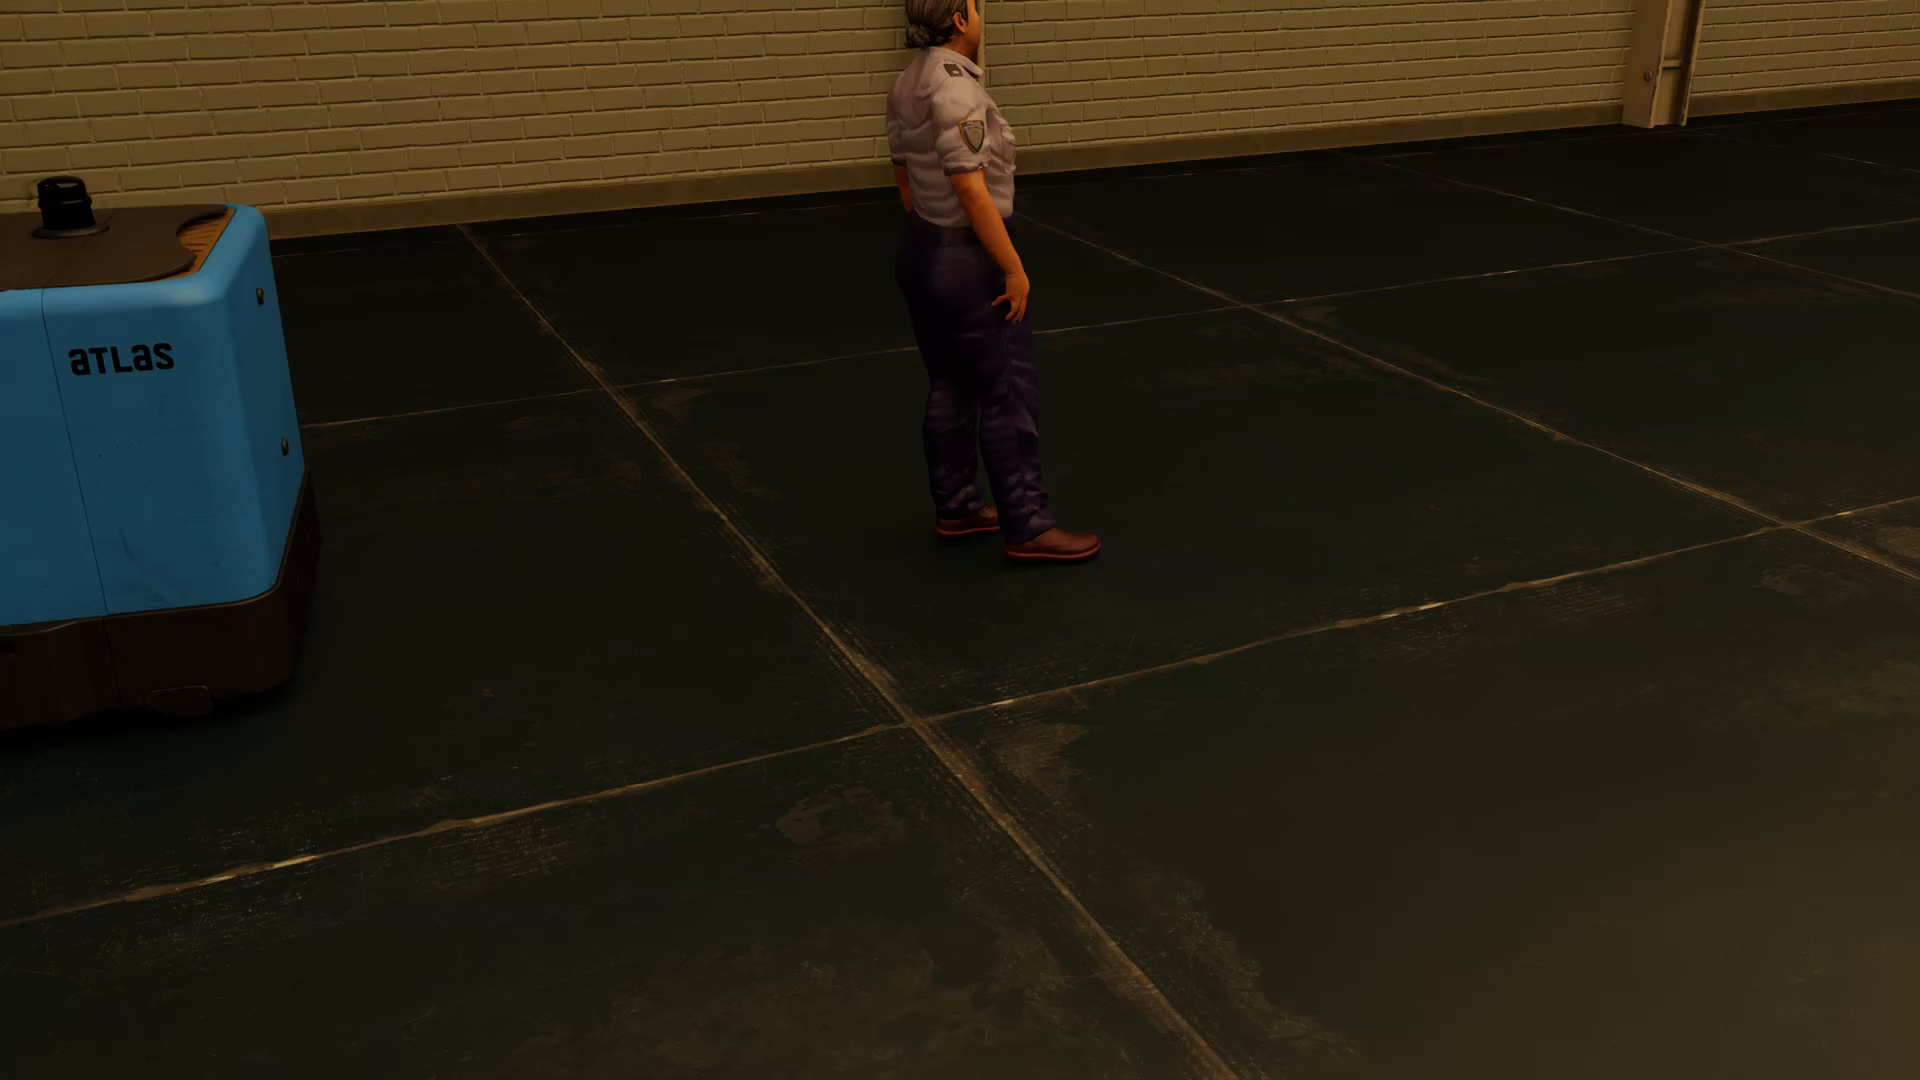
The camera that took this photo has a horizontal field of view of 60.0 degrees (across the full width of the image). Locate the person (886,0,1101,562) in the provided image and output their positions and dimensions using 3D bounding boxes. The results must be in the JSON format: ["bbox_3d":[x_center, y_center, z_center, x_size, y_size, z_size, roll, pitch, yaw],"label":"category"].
[{"bbox_3d":[0.090,-0.775,4.804,0.503,1.650,0.599,-10,25,-23],"label":"person"}]

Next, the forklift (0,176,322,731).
[{"bbox_3d":[-3.223,-0.963,3.604,3.031,2.935,1.130,-6,23,-14],"label":"forklift"}]
